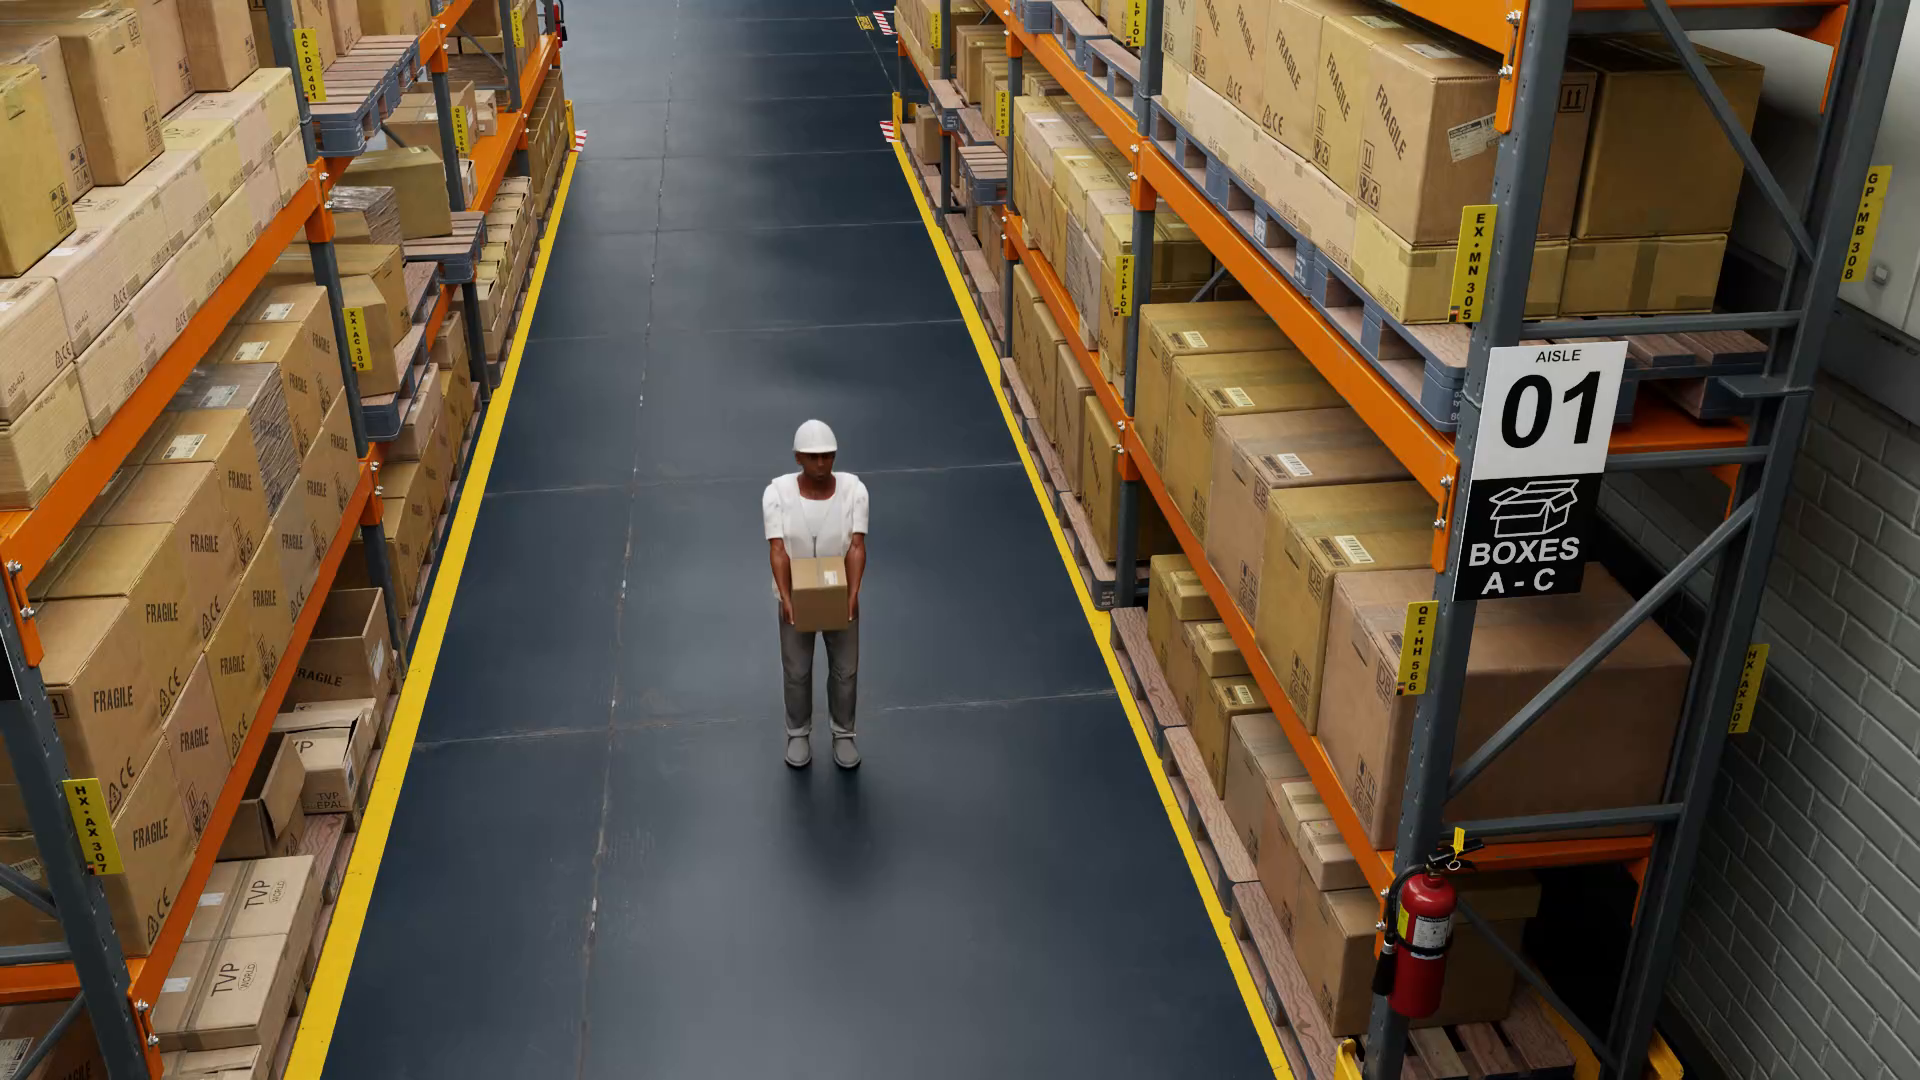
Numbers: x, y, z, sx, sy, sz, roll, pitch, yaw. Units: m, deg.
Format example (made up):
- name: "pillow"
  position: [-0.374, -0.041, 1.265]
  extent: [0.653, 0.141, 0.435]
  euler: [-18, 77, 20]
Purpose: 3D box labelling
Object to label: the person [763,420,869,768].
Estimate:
- name: "person"
  position: [-0.667, 0.306, 7.996]
  extent: [0.502, 1.761, 0.577]
  euler: [-4, 27, -7]
